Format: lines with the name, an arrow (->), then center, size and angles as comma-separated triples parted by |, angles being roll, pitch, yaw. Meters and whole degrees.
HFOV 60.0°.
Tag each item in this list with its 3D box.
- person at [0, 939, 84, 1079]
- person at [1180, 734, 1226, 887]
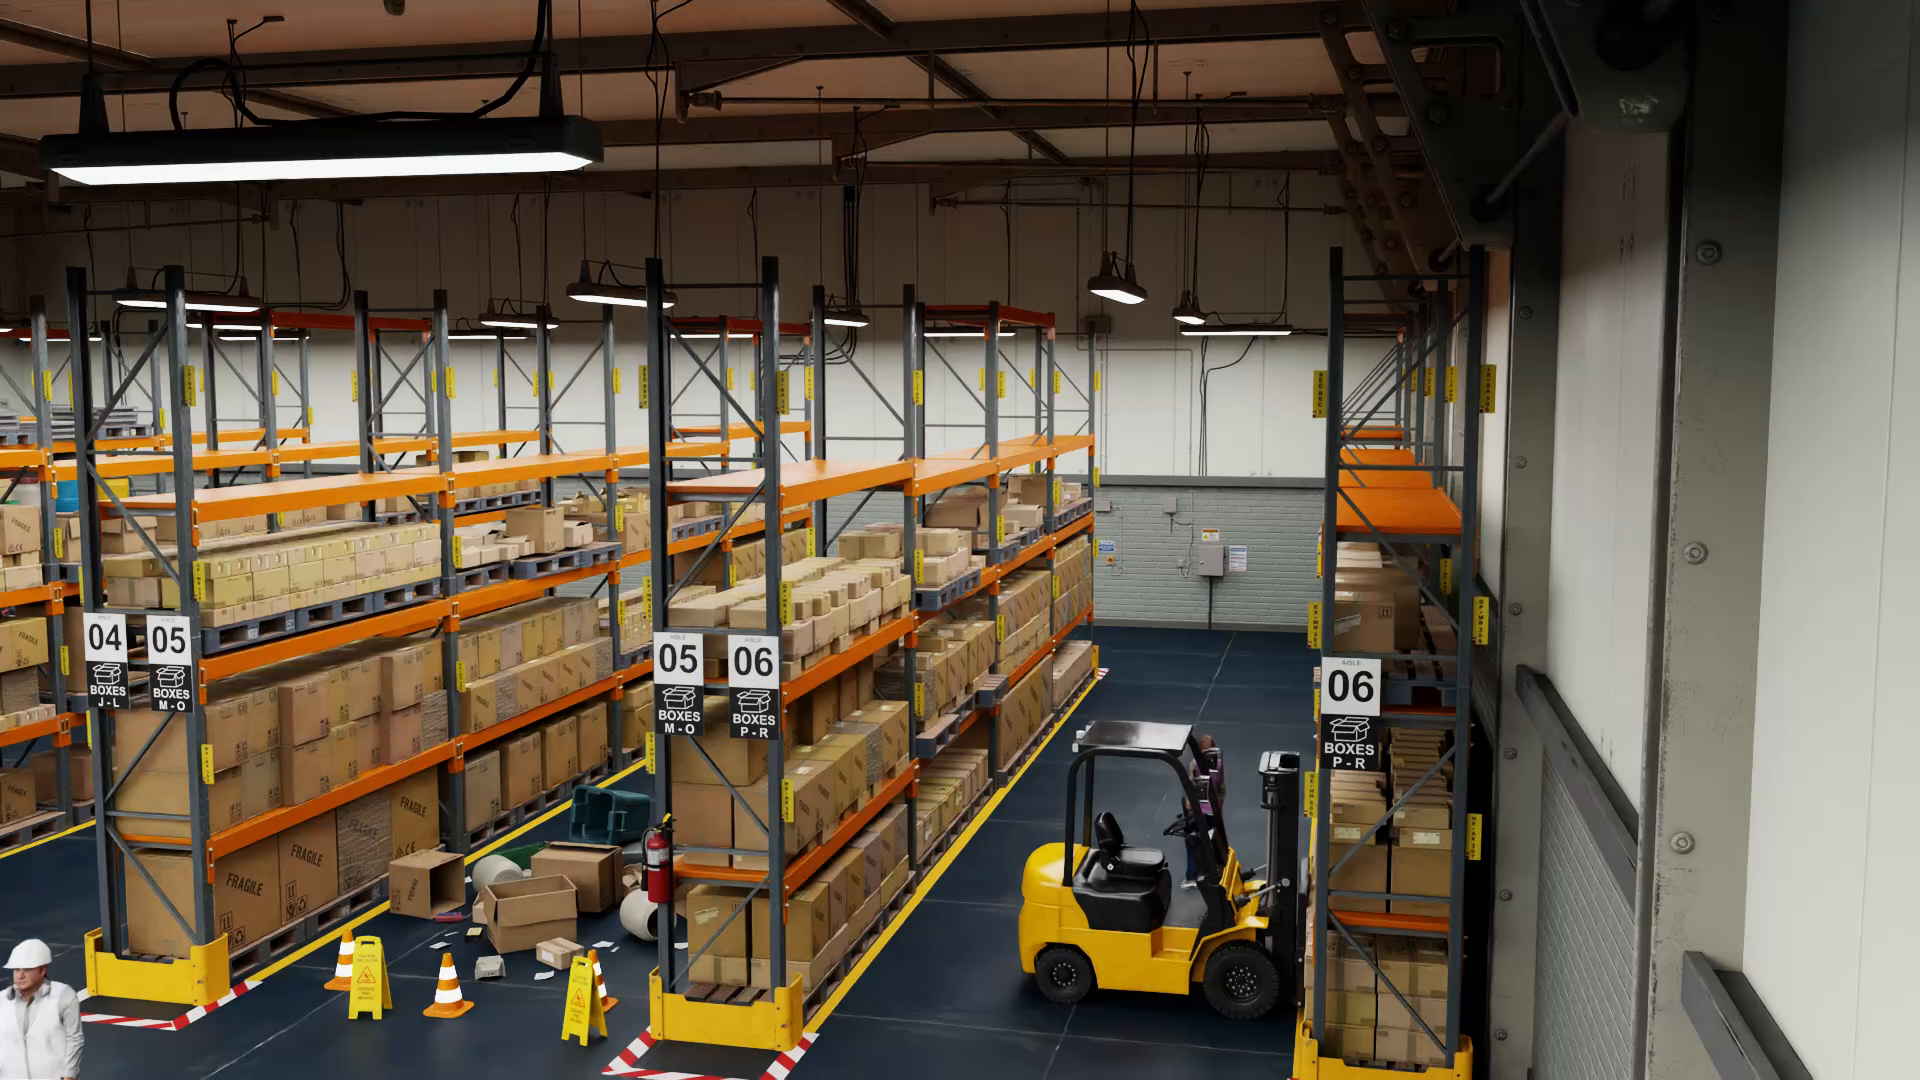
person -> -5.598, 3.271, 10.037 | 0.572, 1.715, 1.053 | -2, 6, -17
person -> 2.430, 2.737, 16.457 | 0.425, 1.603, 0.627 | 0, 6, -1
